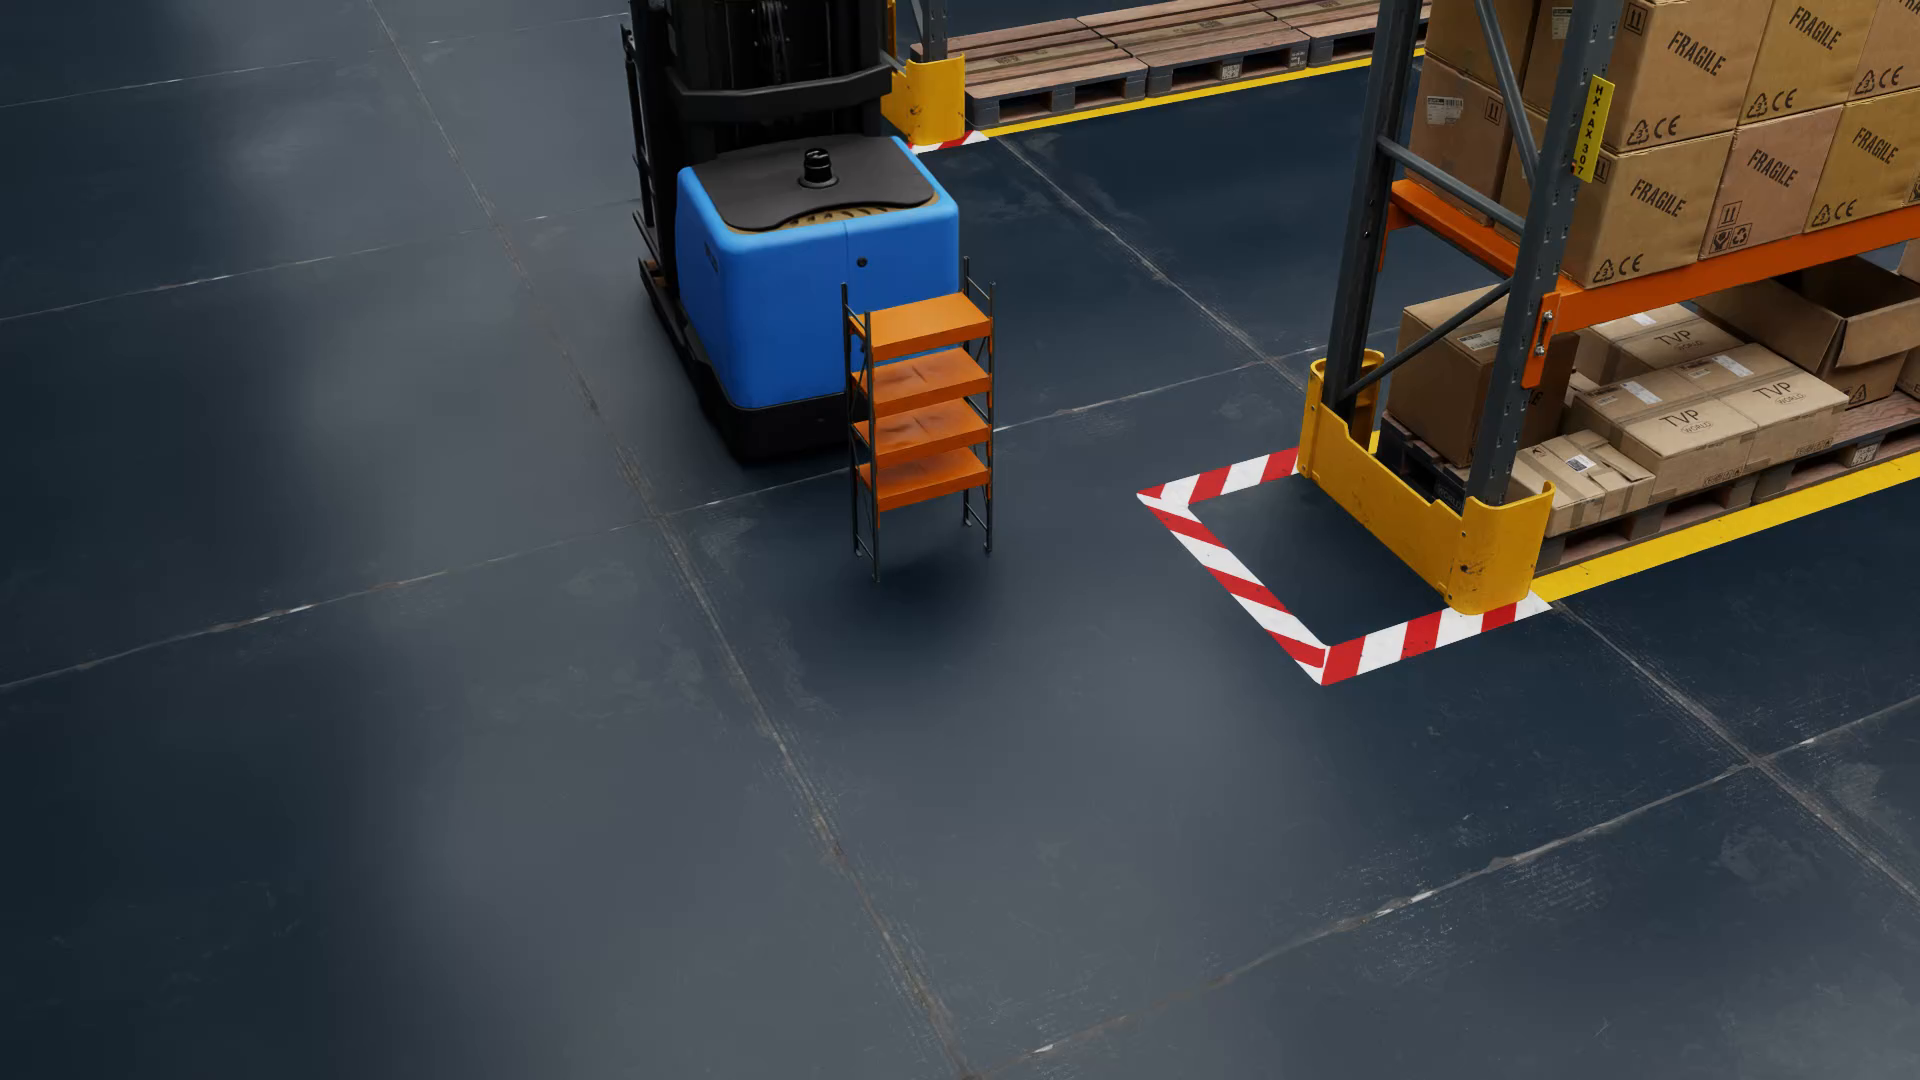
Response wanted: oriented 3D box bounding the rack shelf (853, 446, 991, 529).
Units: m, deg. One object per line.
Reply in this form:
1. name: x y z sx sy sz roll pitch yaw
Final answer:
1. rack shelf: -0.150 -0.226 6.494 0.480 0.148 0.258 -16 39 -20

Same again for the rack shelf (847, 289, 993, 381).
1. rack shelf: -0.150 -0.756 6.102 0.480 0.148 0.258 -16 39 -20

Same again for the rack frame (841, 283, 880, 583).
1. rack frame: -0.371 -0.378 6.253 0.015 1.200 0.240 -16 39 -20

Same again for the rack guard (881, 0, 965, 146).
1. rack guard: -0.354 -2.897 10.237 0.348 0.500 1.175 -16 39 -20

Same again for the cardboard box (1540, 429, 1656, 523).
1. cardboard box: 2.515 -0.265 6.598 0.250 0.166 0.380 -16 39 -20

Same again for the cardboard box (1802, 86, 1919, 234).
1. cardboard box: 3.198 -1.512 6.186 0.500 0.500 0.500 -16 39 -20

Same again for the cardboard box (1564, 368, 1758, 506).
1. cardboard box: 2.829 -0.426 6.745 0.500 0.250 0.500 -16 39 -20

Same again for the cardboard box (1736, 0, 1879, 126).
1. cardboard box: 2.747 -1.791 5.723 0.500 0.500 0.500 -15 39 -19

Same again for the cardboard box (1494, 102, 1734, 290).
1. cardboard box: 2.277 -1.253 5.837 0.500 0.500 0.500 -15 39 -19

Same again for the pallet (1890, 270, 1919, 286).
1. pallet: 4.763 -0.961 7.869 1.213 0.211 1.003 -16 39 -20

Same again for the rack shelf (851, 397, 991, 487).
1. rack shelf: -0.150 -0.386 6.376 0.480 0.148 0.258 -16 39 -20

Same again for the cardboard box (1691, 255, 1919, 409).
1. cardboard box: 3.686 -0.951 7.240 0.637 0.503 0.797 -16 39 -20

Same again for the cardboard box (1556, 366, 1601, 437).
1. cardboard box: 2.556 -0.606 7.057 0.250 0.166 0.380 -16 39 -20

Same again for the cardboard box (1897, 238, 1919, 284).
1. cardboard box: 4.913 -1.362 7.956 0.500 0.311 0.500 -16 39 -20

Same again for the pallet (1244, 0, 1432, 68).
1. pallet: 2.634 -3.600 11.426 1.213 0.211 1.003 -16 39 -20

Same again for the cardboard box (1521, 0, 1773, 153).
1. cardboard box: 2.277 -1.654 5.539 0.500 0.500 0.500 -14 39 -19

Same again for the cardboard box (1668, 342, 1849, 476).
1. cardboard box: 3.282 -0.552 6.916 0.500 0.250 0.500 -16 39 -20

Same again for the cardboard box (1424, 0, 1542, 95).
1. cardboard box: 2.050 -1.945 5.931 0.500 0.500 0.500 -16 39 -20

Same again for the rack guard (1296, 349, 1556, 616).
1. rack guard: 1.832 -0.258 6.678 0.348 0.500 1.175 -16 39 -20

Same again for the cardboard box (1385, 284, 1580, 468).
1. cardboard box: 2.151 -0.686 6.885 0.500 0.500 0.500 -16 39 -20

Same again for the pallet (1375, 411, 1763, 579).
1. pallet: 2.554 -0.344 7.037 1.213 0.211 1.003 -16 39 -20

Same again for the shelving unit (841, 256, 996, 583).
1. shelving unit: -0.150 -0.440 6.336 0.503 1.200 0.258 -16 39 -20

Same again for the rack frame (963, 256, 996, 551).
1. rack frame: 0.071 -0.502 6.419 0.015 1.200 0.240 -16 39 -20

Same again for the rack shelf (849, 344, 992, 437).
1. rack shelf: -0.150 -0.566 6.243 0.480 0.148 0.258 -16 39 -20

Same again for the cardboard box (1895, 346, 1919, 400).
1. cardboard box: 4.311 -0.865 7.285 0.500 0.311 0.500 -16 39 -20

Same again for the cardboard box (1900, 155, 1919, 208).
1. cardboard box: 3.651 -1.637 6.355 0.500 0.500 0.500 -15 39 -19

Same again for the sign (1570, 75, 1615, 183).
1. sign: 1.994 -1.297 5.255 0.005 0.325 0.100 -16 39 -20

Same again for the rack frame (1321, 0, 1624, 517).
1. rack frame: 1.764 -1.242 5.907 0.127 3.000 1.000 -16 39 -20

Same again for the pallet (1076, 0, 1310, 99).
1. pallet: 1.528 -3.289 11.007 1.213 0.211 1.003 -16 39 -20

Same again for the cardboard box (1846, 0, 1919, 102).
1. cardboard box: 3.202 -1.915 5.890 0.500 0.500 0.500 -15 39 -19

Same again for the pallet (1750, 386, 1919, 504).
1. pallet: 3.657 -0.650 7.450 1.213 0.211 1.003 -16 39 -20

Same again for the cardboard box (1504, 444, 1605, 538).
1. cardboard box: 2.289 -0.195 6.518 0.250 0.149 0.380 -16 39 -20

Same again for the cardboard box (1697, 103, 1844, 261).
1. cardboard box: 2.742 -1.386 6.017 0.500 0.500 0.500 -16 39 -20

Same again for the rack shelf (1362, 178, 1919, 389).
1. rack shelf: 3.574 -1.460 6.804 4.000 0.370 1.077 -16 39 -20

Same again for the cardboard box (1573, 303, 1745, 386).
1. cardboard box: 3.024 -0.809 7.262 0.500 0.250 0.500 -16 39 -20

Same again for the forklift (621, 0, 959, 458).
1. forklift: -0.982 -2.407 7.534 1.130 2.935 3.031 -13 38 -16

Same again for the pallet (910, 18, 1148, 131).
1. pallet: 0.425 -2.982 10.594 1.213 0.211 1.003 -16 39 -20

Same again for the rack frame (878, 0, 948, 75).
1. rack frame: -0.338 -3.915 9.510 0.127 3.000 1.000 -16 39 -20

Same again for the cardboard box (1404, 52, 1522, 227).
1. cardboard box: 2.053 -1.543 6.228 0.500 0.500 0.500 -14 39 -19
